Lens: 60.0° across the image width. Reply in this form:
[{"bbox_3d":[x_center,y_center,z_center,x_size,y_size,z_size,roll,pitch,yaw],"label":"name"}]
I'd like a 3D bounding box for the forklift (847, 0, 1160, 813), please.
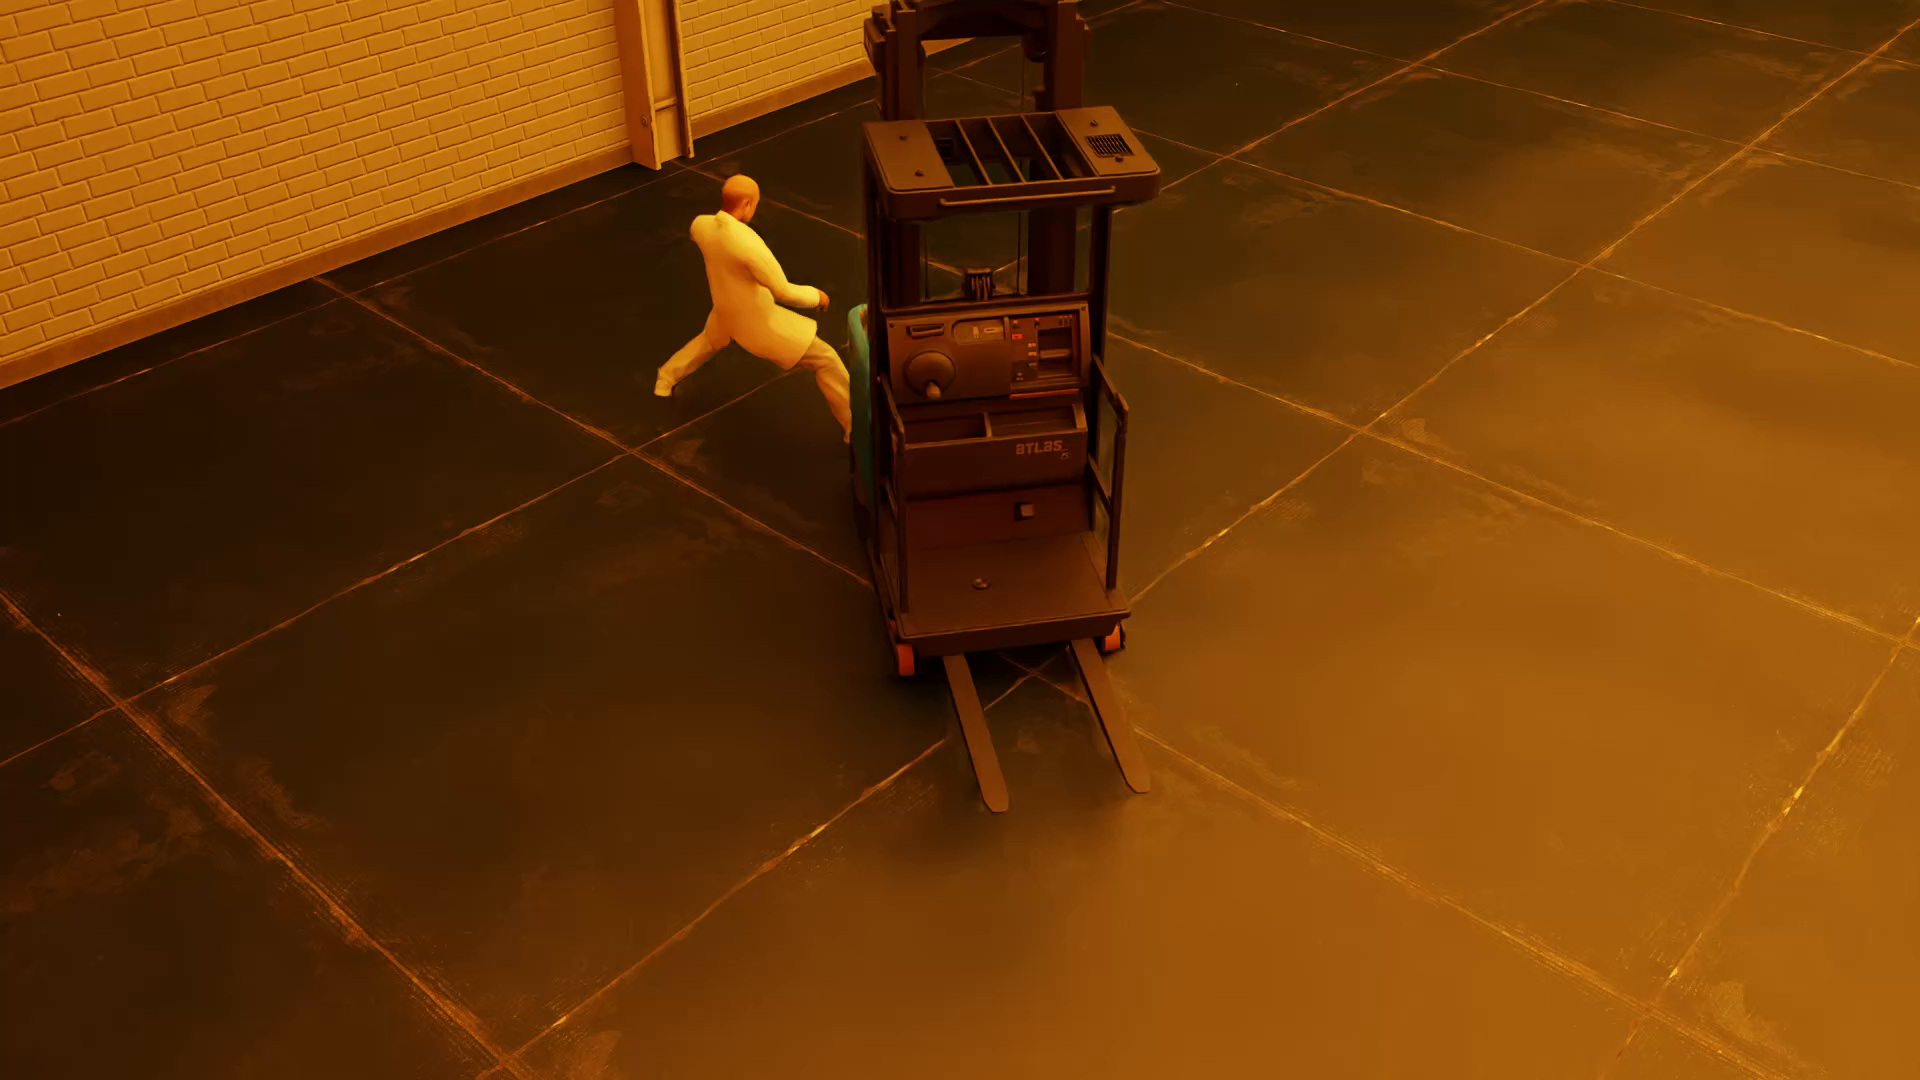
[{"bbox_3d":[0.175,-0.788,7.365,1.130,2.935,3.031,-6,35,-9],"label":"forklift"}]

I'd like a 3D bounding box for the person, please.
[{"bbox_3d":[-1.127,-1.354,9.372,1.067,1.560,1.170,-28,43,-34],"label":"person"}]
